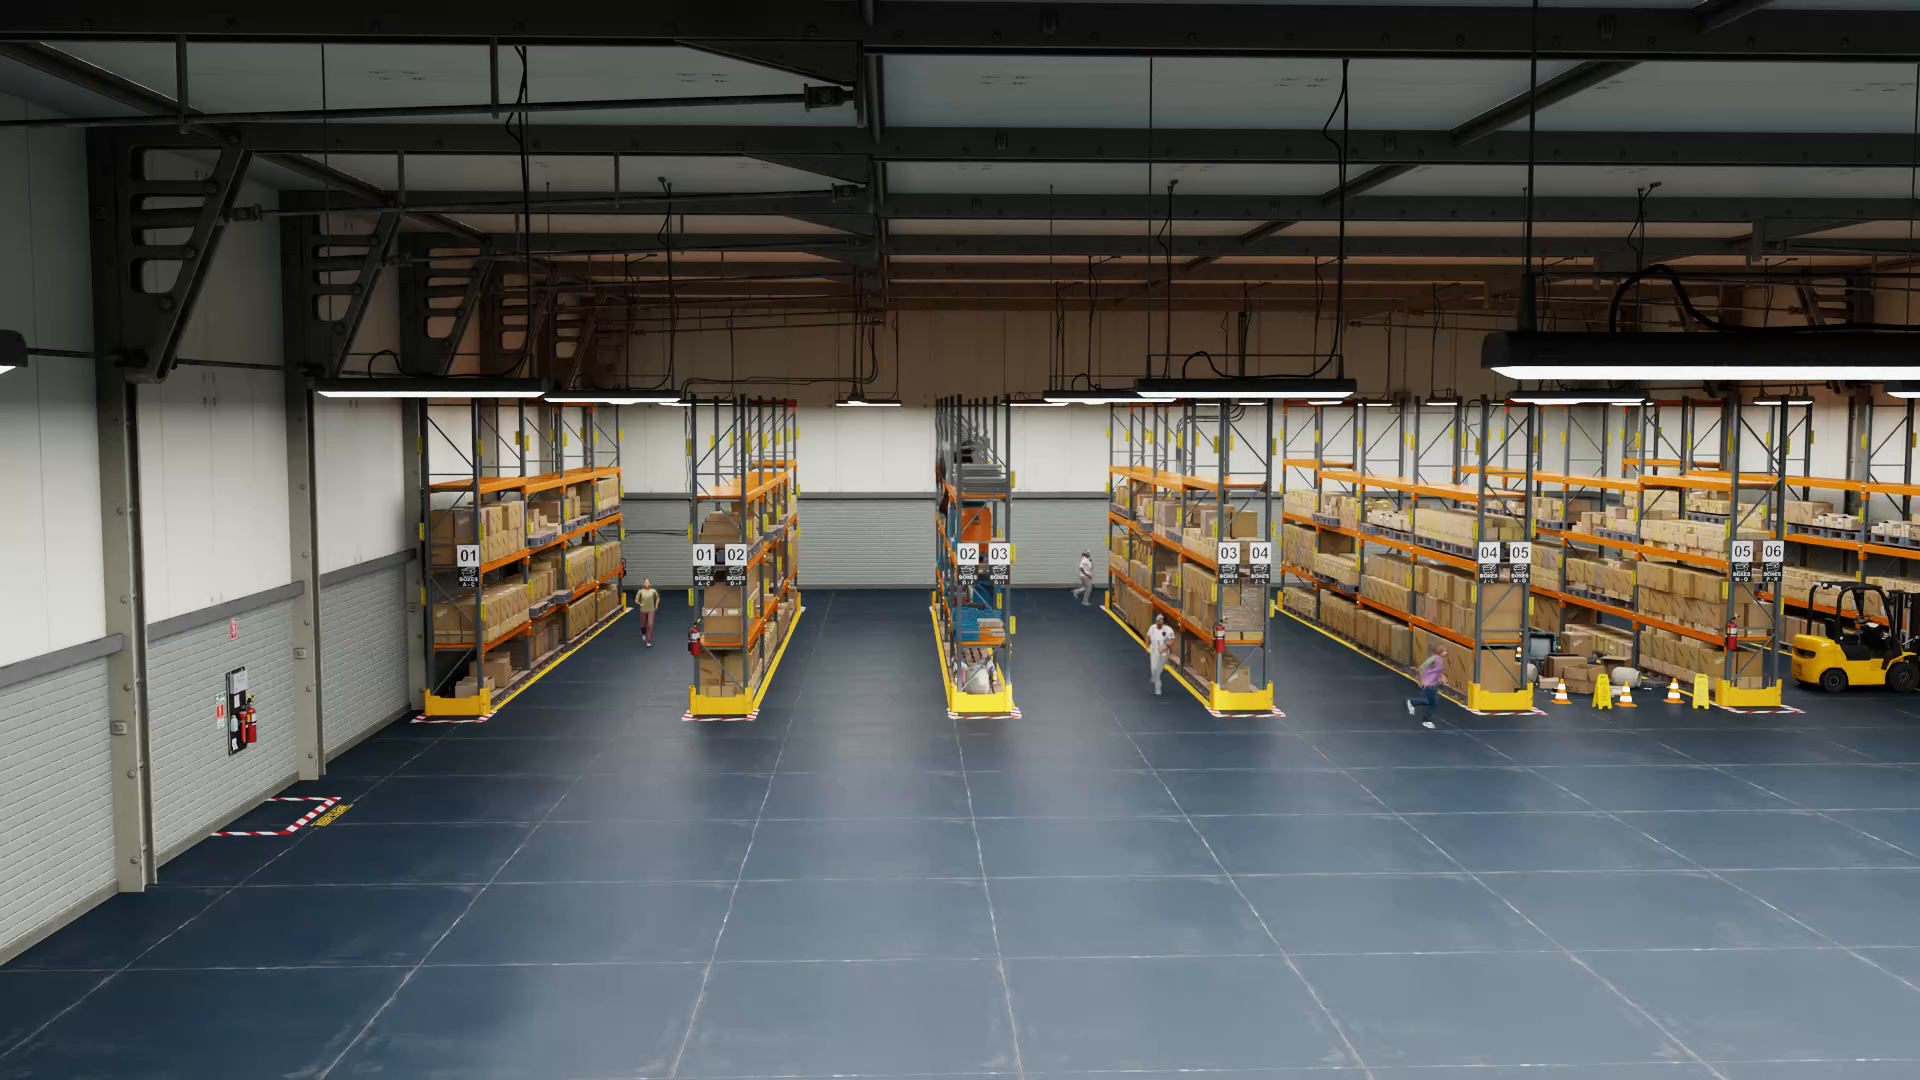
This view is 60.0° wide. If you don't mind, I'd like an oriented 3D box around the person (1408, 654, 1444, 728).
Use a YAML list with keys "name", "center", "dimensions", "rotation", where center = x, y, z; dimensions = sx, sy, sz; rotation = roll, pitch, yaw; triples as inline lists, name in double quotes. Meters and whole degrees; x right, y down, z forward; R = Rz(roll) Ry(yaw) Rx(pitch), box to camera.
- name: "person"
  center: [8.413, 2.713, 30.064]
  dimensions: [0.636, 1.345, 0.344]
  rotation: [4, 6, 39]

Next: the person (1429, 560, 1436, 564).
- name: "person"
  center: [12.247, 1.371, 43.101]
  dimensions: [0.694, 1.684, 0.891]
  rotation: [-1, 5, -17]

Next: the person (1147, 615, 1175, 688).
- name: "person"
  center: [4.035, 2.212, 33.431]
  dimensions: [0.572, 1.489, 0.780]
  rotation: [1, 5, 10]

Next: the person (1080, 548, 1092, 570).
- name: "person"
  center: [3.698, 0.652, 48.644]
  dimensions: [0.309, 0.839, 0.548]
  rotation: [1, 5, 17]

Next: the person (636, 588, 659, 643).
- name: "person"
  center: [-7.576, 1.828, 40.341]
  dimensions: [0.547, 1.314, 0.624]
  rotation: [-1, 5, -11]
